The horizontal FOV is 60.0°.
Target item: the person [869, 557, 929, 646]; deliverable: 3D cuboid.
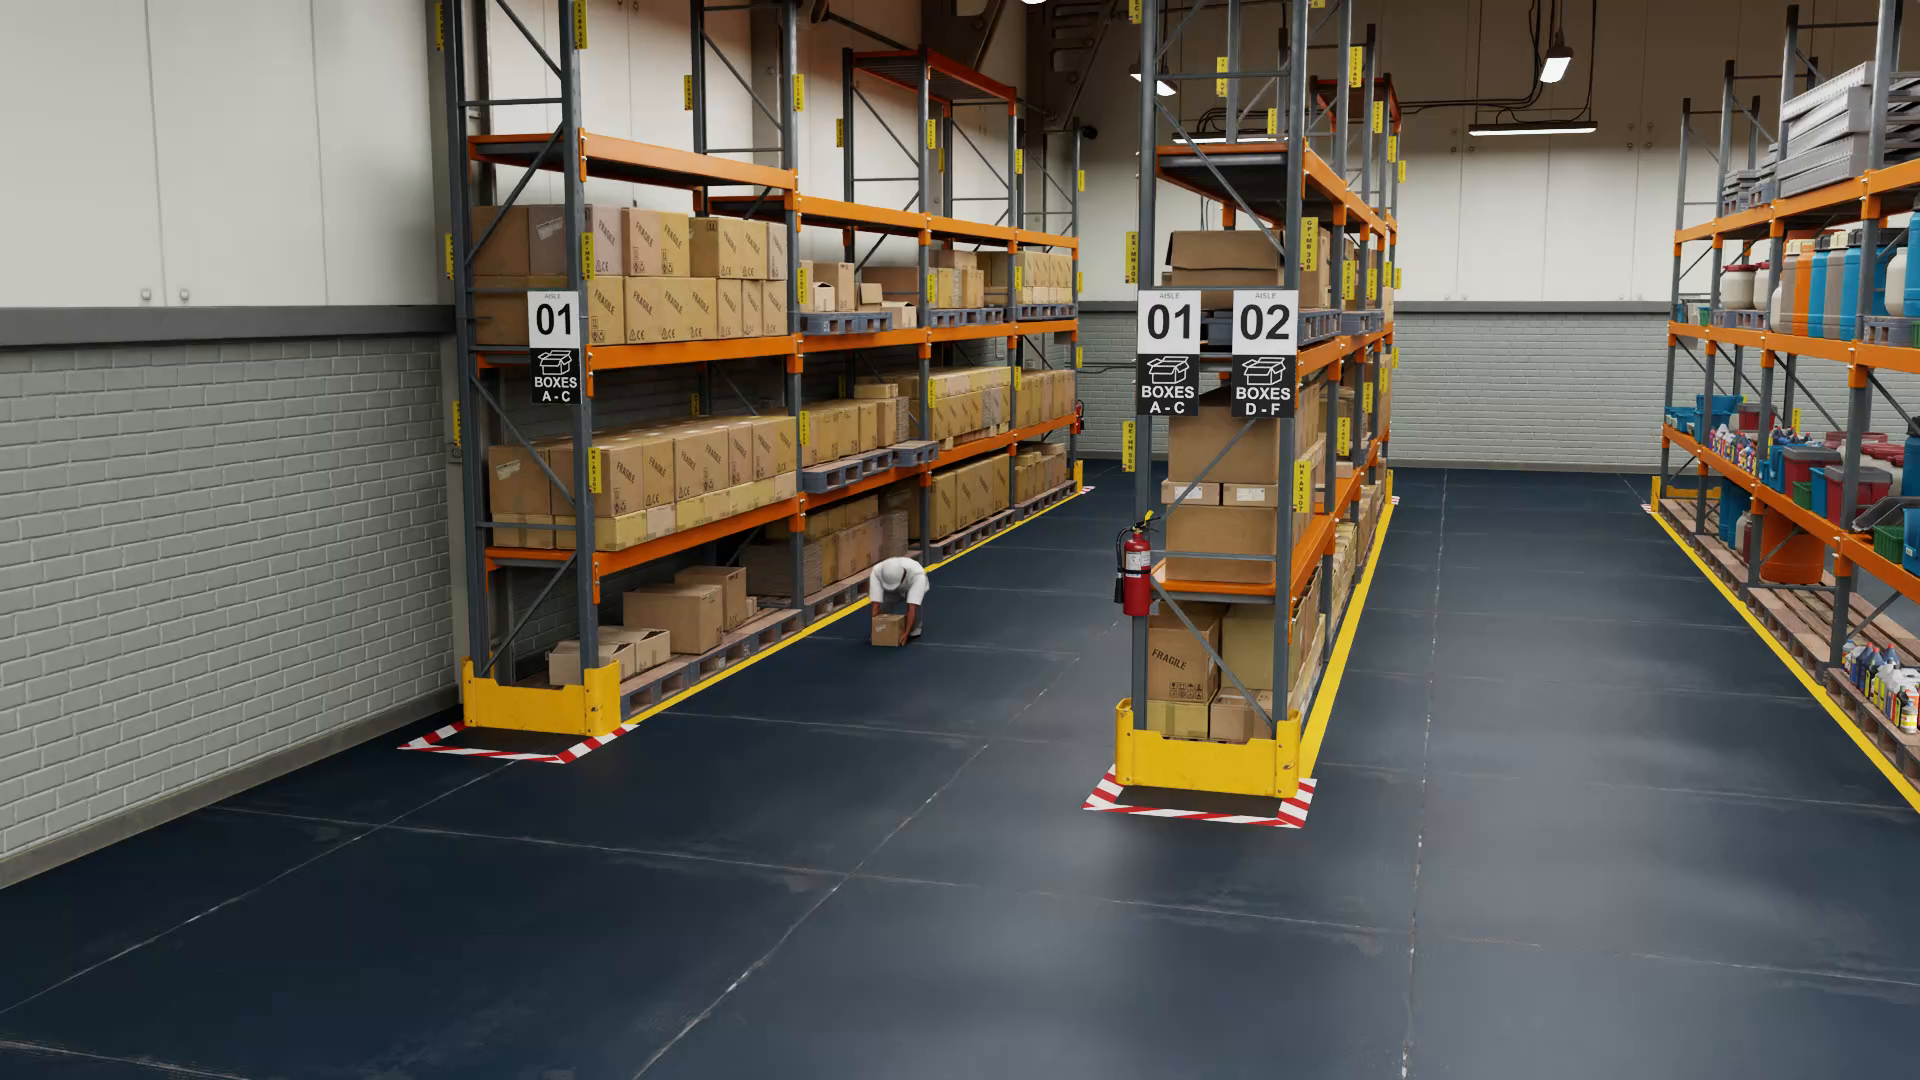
[{"bbox_3d":[-0.551,0.553,15.559,0.540,0.877,0.938,2,9,15],"label":"person"}]
